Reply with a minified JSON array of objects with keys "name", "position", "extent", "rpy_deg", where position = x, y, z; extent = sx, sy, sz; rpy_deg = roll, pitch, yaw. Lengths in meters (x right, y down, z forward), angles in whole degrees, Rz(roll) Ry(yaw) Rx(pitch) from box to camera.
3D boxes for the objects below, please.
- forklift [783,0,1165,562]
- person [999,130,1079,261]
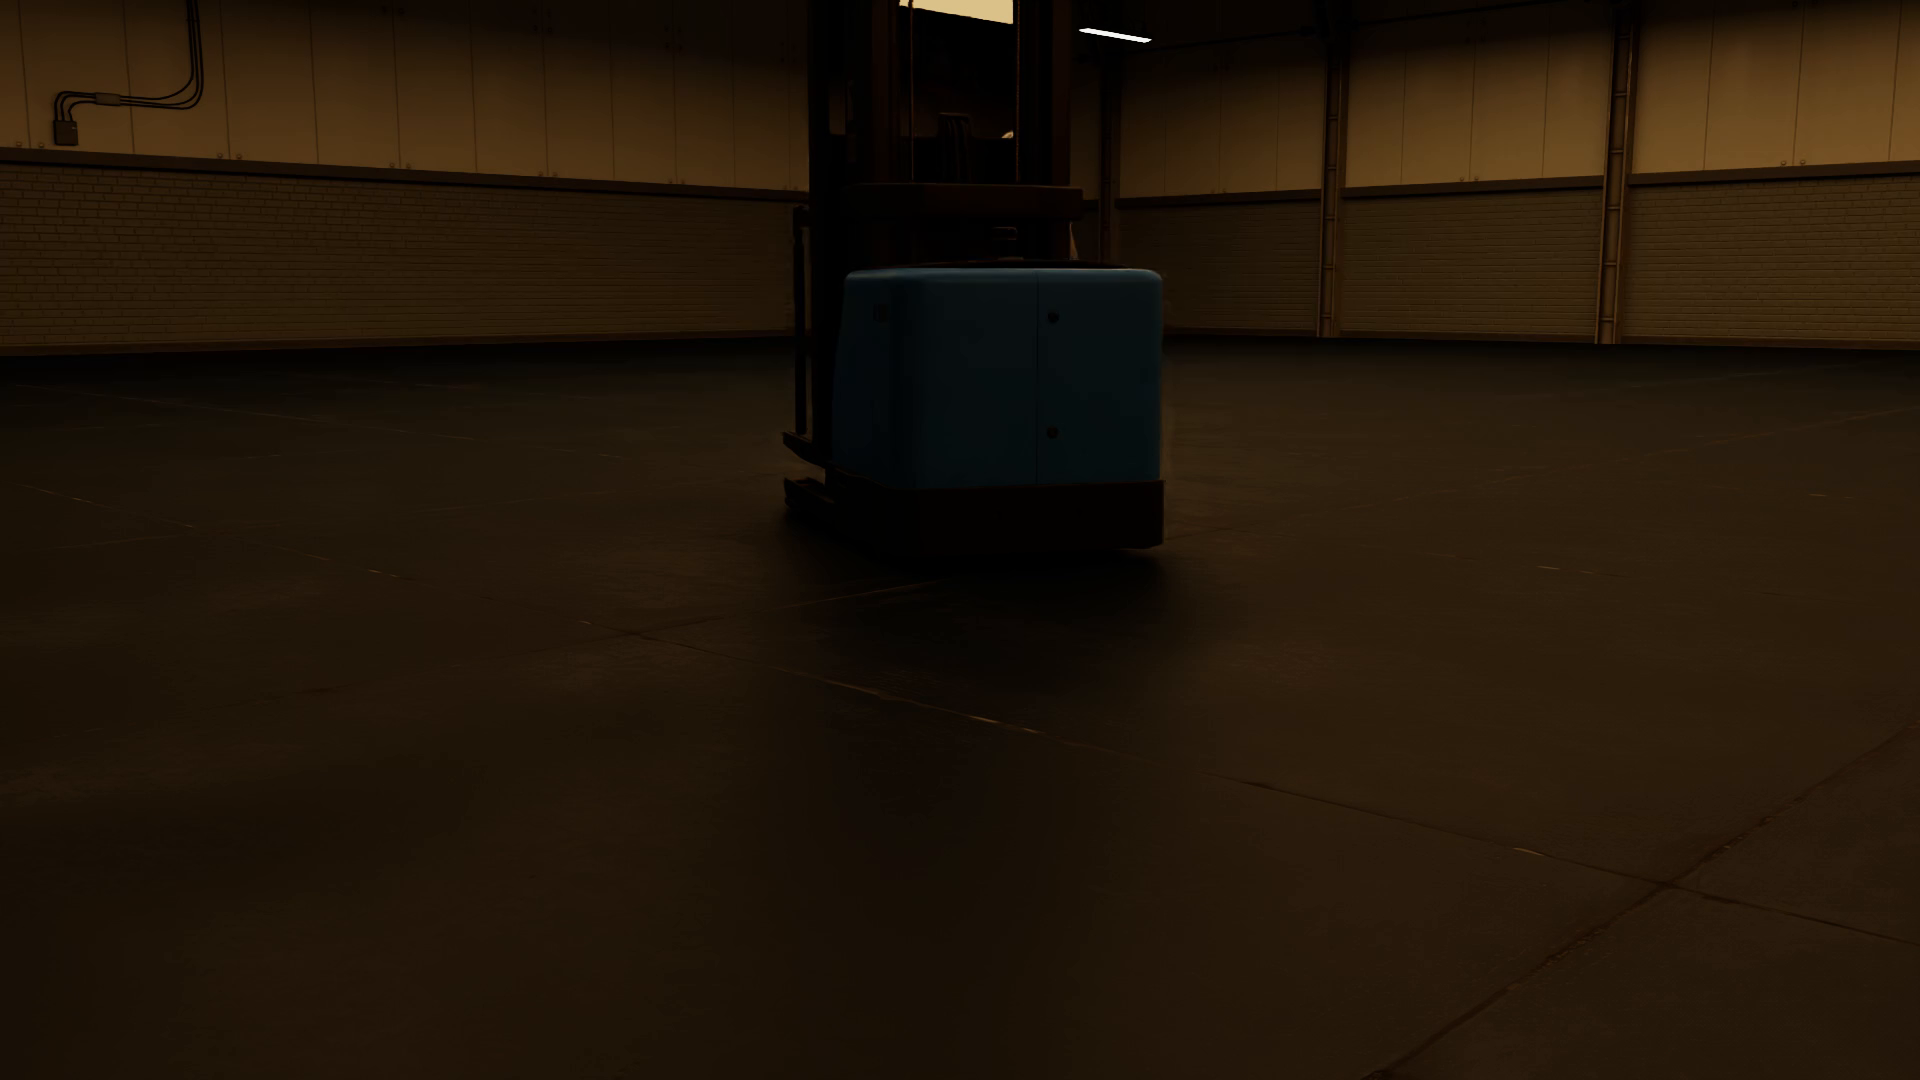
[{"name":"forklift","position":[-0.159,-1.551,7.172],"extent":[1.130,2.935,3.031],"rpy_deg":[-3,9,-17]},{"name":"person","position":[0.208,-1.054,7.859],"extent":[0.811,1.748,0.520],"rpy_deg":[-3,9,-16]}]
